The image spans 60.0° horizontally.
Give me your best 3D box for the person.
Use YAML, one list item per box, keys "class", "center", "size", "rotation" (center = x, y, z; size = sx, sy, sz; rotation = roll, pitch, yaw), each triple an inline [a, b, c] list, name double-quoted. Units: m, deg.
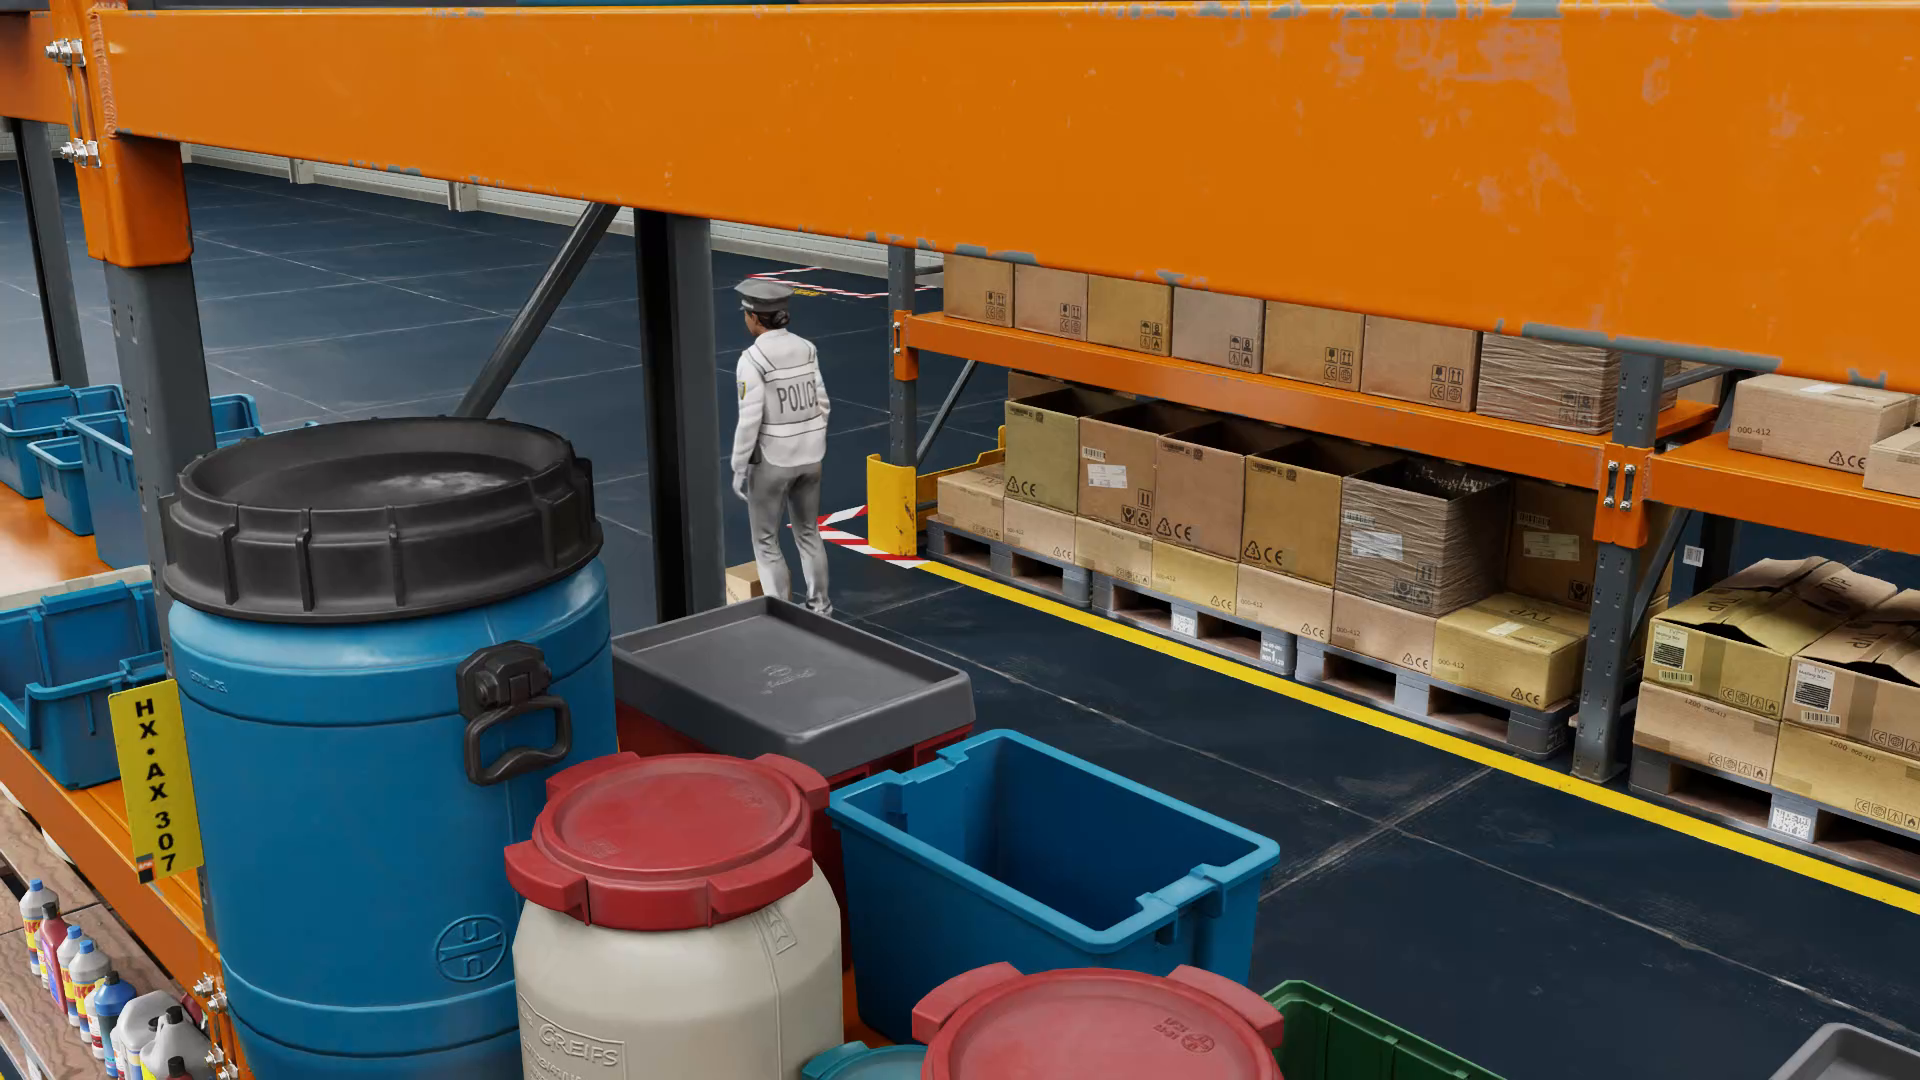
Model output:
- class: "person"
  center: [-0.824, -0.356, 7.669]
  size: [0.370, 1.667, 0.547]
  rotation: [16, 23, 41]
